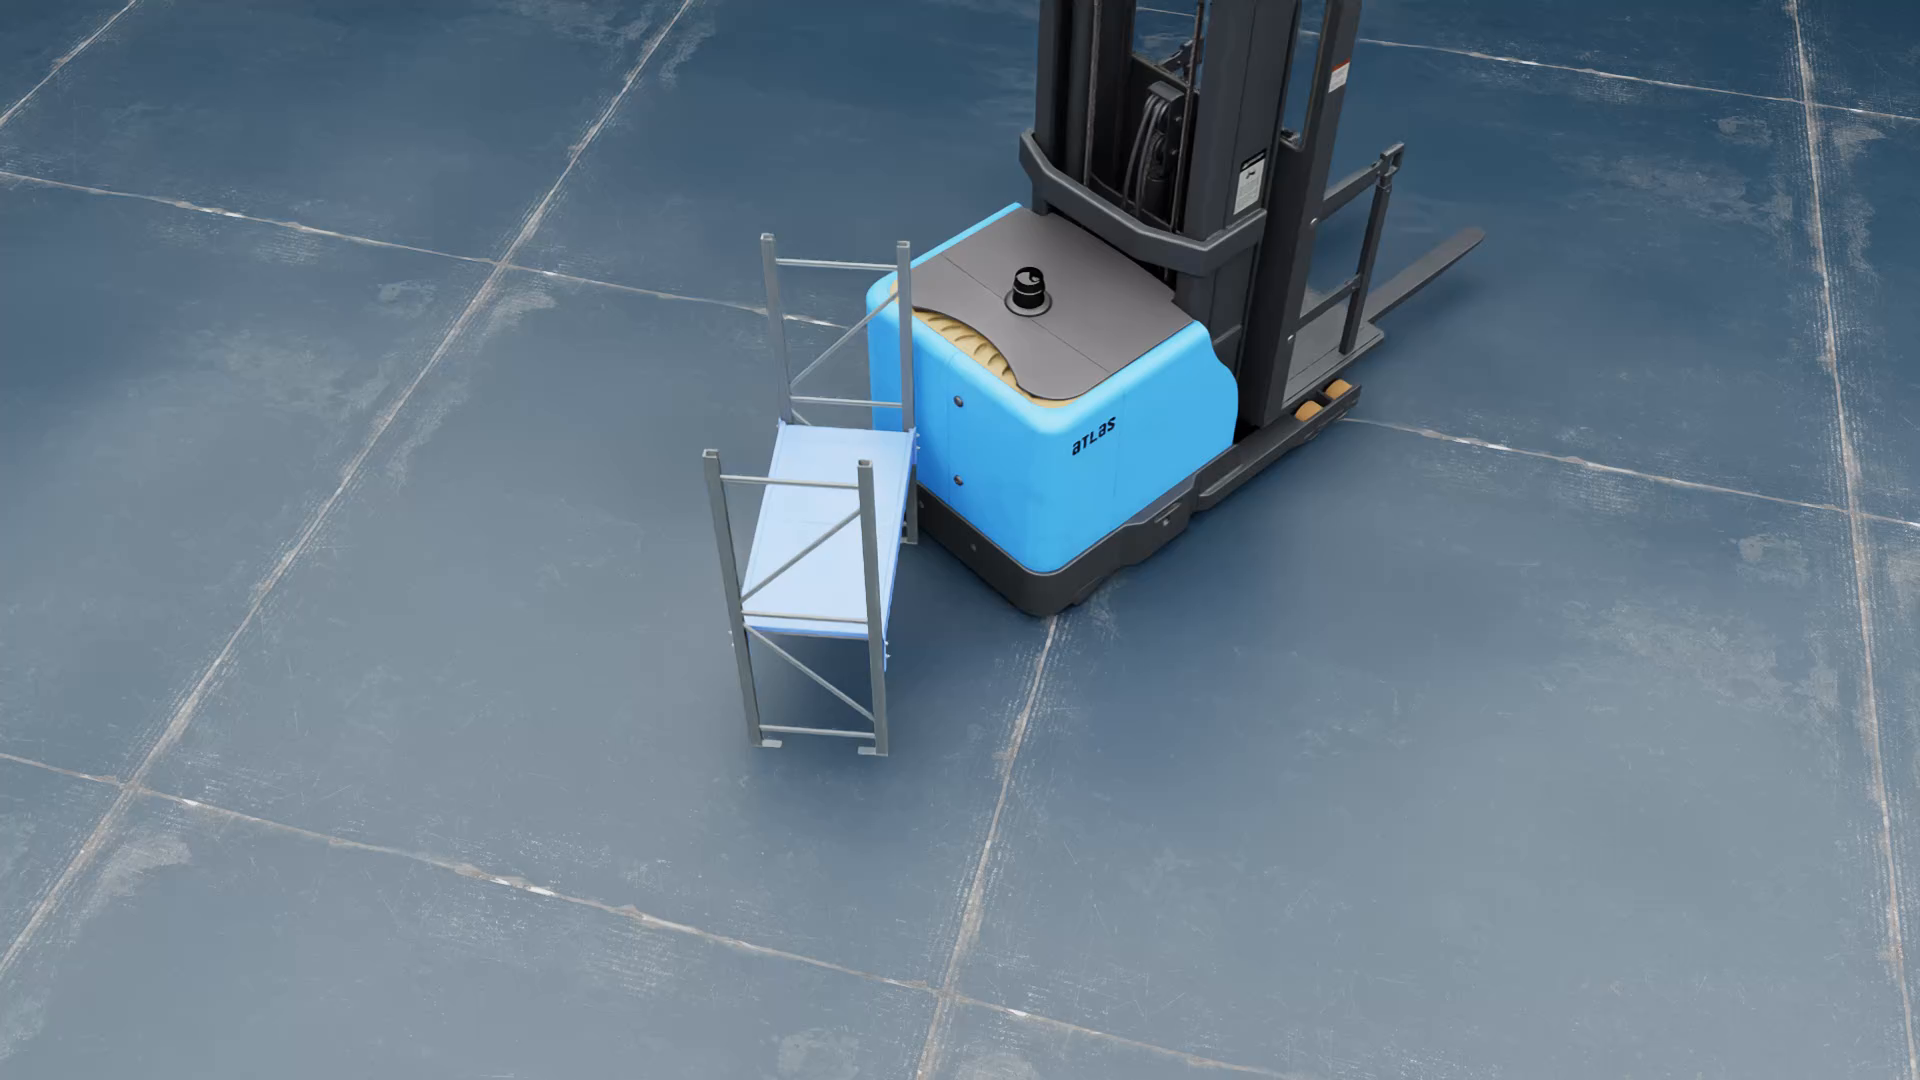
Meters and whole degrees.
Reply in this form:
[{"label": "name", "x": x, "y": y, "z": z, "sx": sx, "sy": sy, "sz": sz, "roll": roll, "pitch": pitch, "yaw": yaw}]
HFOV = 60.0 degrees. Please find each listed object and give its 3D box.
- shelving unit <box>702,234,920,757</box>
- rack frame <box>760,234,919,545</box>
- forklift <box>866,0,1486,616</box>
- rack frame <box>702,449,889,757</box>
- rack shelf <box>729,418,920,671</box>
[{"label": "shelving unit", "x": -0.462, "y": -0.124, "z": 5.778, "sx": 0.538, "sy": 1.500, "sz": 1.048, "roll": 4, "pitch": 49, "yaw": 3}, {"label": "rack frame", "x": -0.417, "y": -0.503, "z": 6.113, "sx": 0.500, "sy": 1.500, "sz": 0.032, "roll": 4, "pitch": 49, "yaw": 3}, {"label": "forklift", "x": 1.069, "y": -1.654, "z": 6.174, "sx": 3.031, "sy": 2.935, "sz": 1.130, "roll": -34, "pitch": 57, "yaw": -26}, {"label": "rack frame", "x": -0.507, "y": 0.256, "z": 5.443, "sx": 0.500, "sy": 1.500, "sz": 0.032, "roll": 4, "pitch": 49, "yaw": 3}, {"label": "rack shelf", "x": -0.462, "y": -0.005, "z": 5.913, "sx": 0.538, "sy": 0.185, "sz": 1.000, "roll": 4, "pitch": 49, "yaw": 3}]
